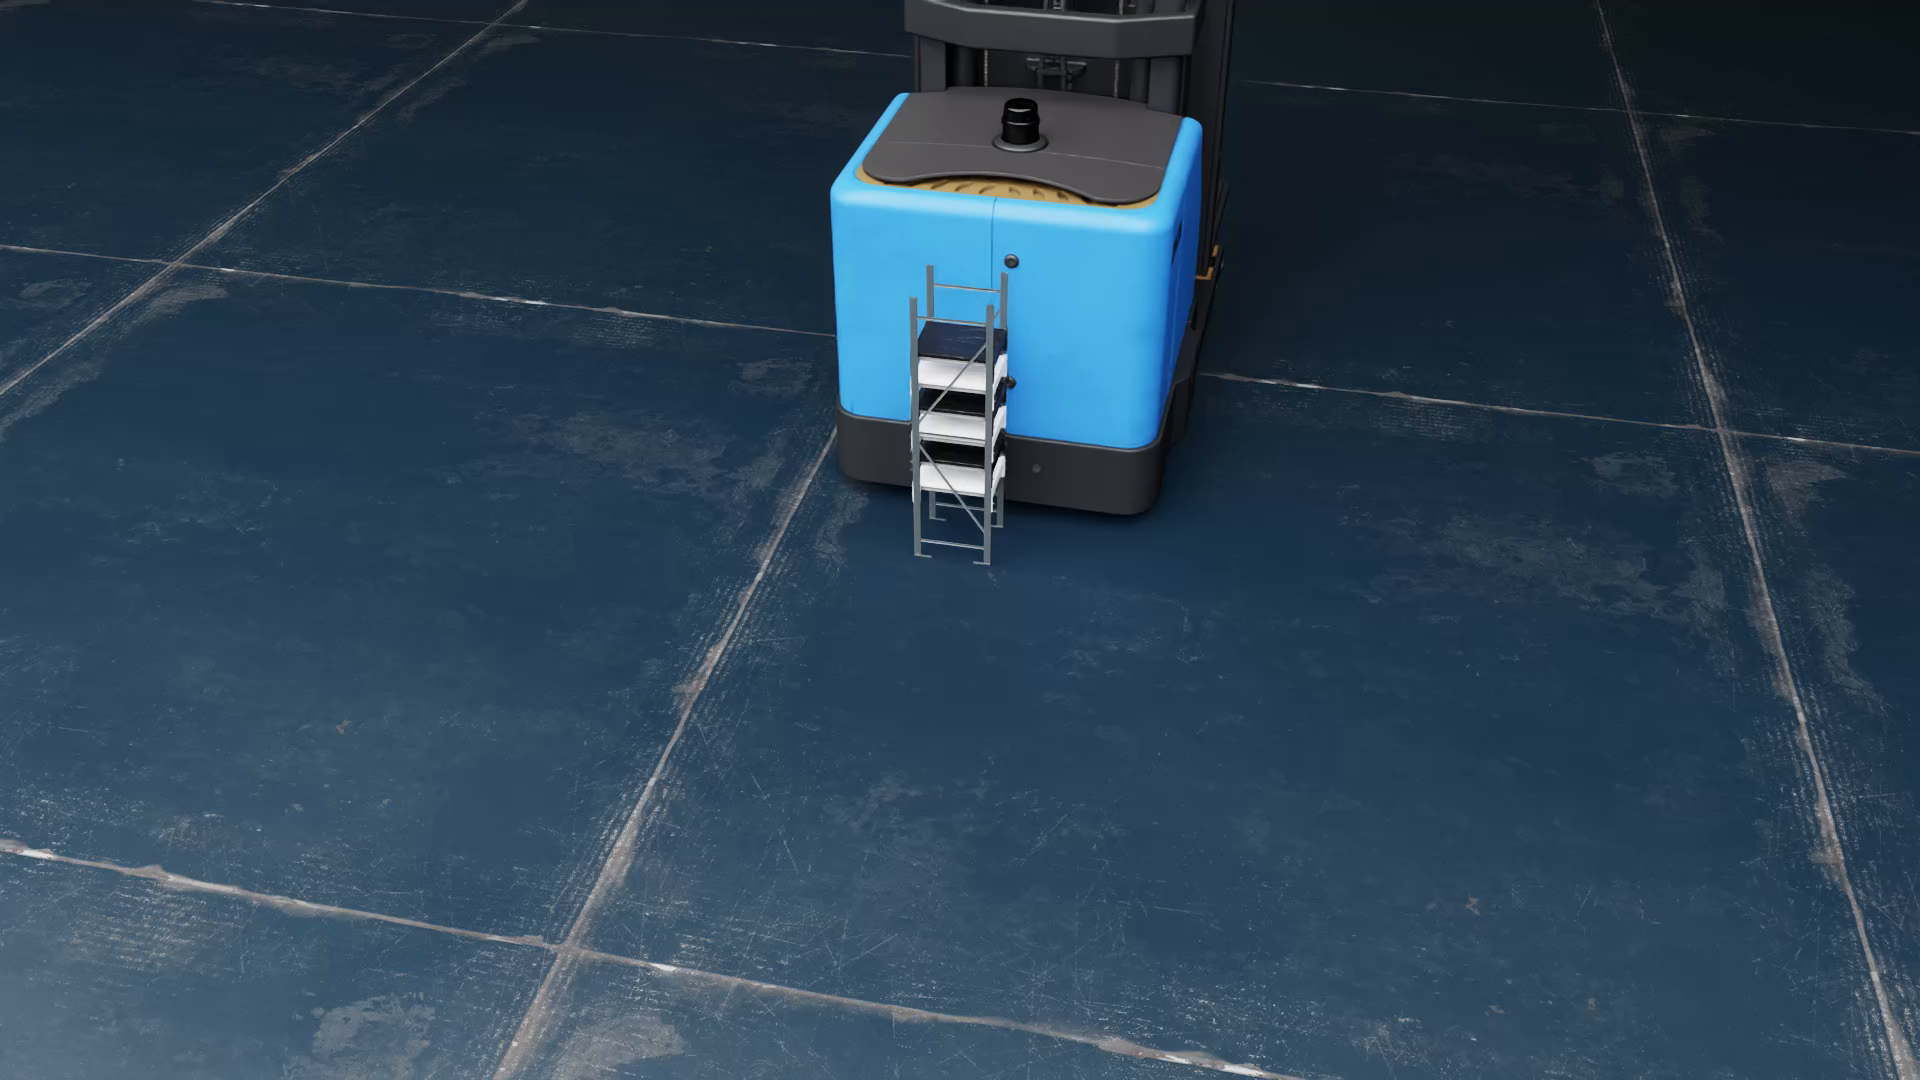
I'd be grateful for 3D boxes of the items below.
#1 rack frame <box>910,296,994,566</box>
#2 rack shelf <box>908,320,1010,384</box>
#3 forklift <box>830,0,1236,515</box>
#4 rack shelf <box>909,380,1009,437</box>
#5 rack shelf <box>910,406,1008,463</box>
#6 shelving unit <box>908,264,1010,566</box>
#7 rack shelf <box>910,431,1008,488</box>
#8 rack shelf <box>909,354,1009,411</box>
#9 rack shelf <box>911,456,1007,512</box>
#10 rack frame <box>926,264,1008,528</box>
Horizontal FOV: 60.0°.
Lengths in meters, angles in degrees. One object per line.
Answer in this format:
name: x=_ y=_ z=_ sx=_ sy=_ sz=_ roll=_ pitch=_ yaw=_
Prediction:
rack frame: x=-0.023 y=-0.301 z=4.899 sx=0.240 sy=0.900 sz=0.006 roll=7 pitch=37 yaw=10
rack shelf: x=-0.002 y=-0.551 z=4.841 sx=0.258 sy=0.077 sz=0.200 roll=7 pitch=37 yaw=10
forklift: x=0.437 y=-2.129 z=5.690 sx=1.130 sy=2.935 sz=3.031 roll=8 pitch=37 yaw=11
rack shelf: x=-0.002 y=-0.406 z=4.946 sx=0.258 sy=0.077 sz=0.200 roll=7 pitch=37 yaw=10
rack shelf: x=-0.002 y=-0.333 z=4.999 sx=0.258 sy=0.077 sz=0.200 roll=7 pitch=37 yaw=10
shelving unit: x=-0.002 y=-0.360 z=4.979 sx=0.258 sy=0.900 sz=0.210 roll=7 pitch=37 yaw=10
rack shelf: x=-0.002 y=-0.260 z=5.052 sx=0.258 sy=0.077 sz=0.200 roll=7 pitch=37 yaw=10
rack shelf: x=-0.002 y=-0.478 z=4.893 sx=0.258 sy=0.077 sz=0.200 roll=7 pitch=37 yaw=10
rack shelf: x=-0.002 y=-0.187 z=5.105 sx=0.258 sy=0.077 sz=0.200 roll=7 pitch=37 yaw=10
rack frame: x=0.020 y=-0.418 z=5.060 sx=0.240 sy=0.900 sz=0.006 roll=7 pitch=37 yaw=10
